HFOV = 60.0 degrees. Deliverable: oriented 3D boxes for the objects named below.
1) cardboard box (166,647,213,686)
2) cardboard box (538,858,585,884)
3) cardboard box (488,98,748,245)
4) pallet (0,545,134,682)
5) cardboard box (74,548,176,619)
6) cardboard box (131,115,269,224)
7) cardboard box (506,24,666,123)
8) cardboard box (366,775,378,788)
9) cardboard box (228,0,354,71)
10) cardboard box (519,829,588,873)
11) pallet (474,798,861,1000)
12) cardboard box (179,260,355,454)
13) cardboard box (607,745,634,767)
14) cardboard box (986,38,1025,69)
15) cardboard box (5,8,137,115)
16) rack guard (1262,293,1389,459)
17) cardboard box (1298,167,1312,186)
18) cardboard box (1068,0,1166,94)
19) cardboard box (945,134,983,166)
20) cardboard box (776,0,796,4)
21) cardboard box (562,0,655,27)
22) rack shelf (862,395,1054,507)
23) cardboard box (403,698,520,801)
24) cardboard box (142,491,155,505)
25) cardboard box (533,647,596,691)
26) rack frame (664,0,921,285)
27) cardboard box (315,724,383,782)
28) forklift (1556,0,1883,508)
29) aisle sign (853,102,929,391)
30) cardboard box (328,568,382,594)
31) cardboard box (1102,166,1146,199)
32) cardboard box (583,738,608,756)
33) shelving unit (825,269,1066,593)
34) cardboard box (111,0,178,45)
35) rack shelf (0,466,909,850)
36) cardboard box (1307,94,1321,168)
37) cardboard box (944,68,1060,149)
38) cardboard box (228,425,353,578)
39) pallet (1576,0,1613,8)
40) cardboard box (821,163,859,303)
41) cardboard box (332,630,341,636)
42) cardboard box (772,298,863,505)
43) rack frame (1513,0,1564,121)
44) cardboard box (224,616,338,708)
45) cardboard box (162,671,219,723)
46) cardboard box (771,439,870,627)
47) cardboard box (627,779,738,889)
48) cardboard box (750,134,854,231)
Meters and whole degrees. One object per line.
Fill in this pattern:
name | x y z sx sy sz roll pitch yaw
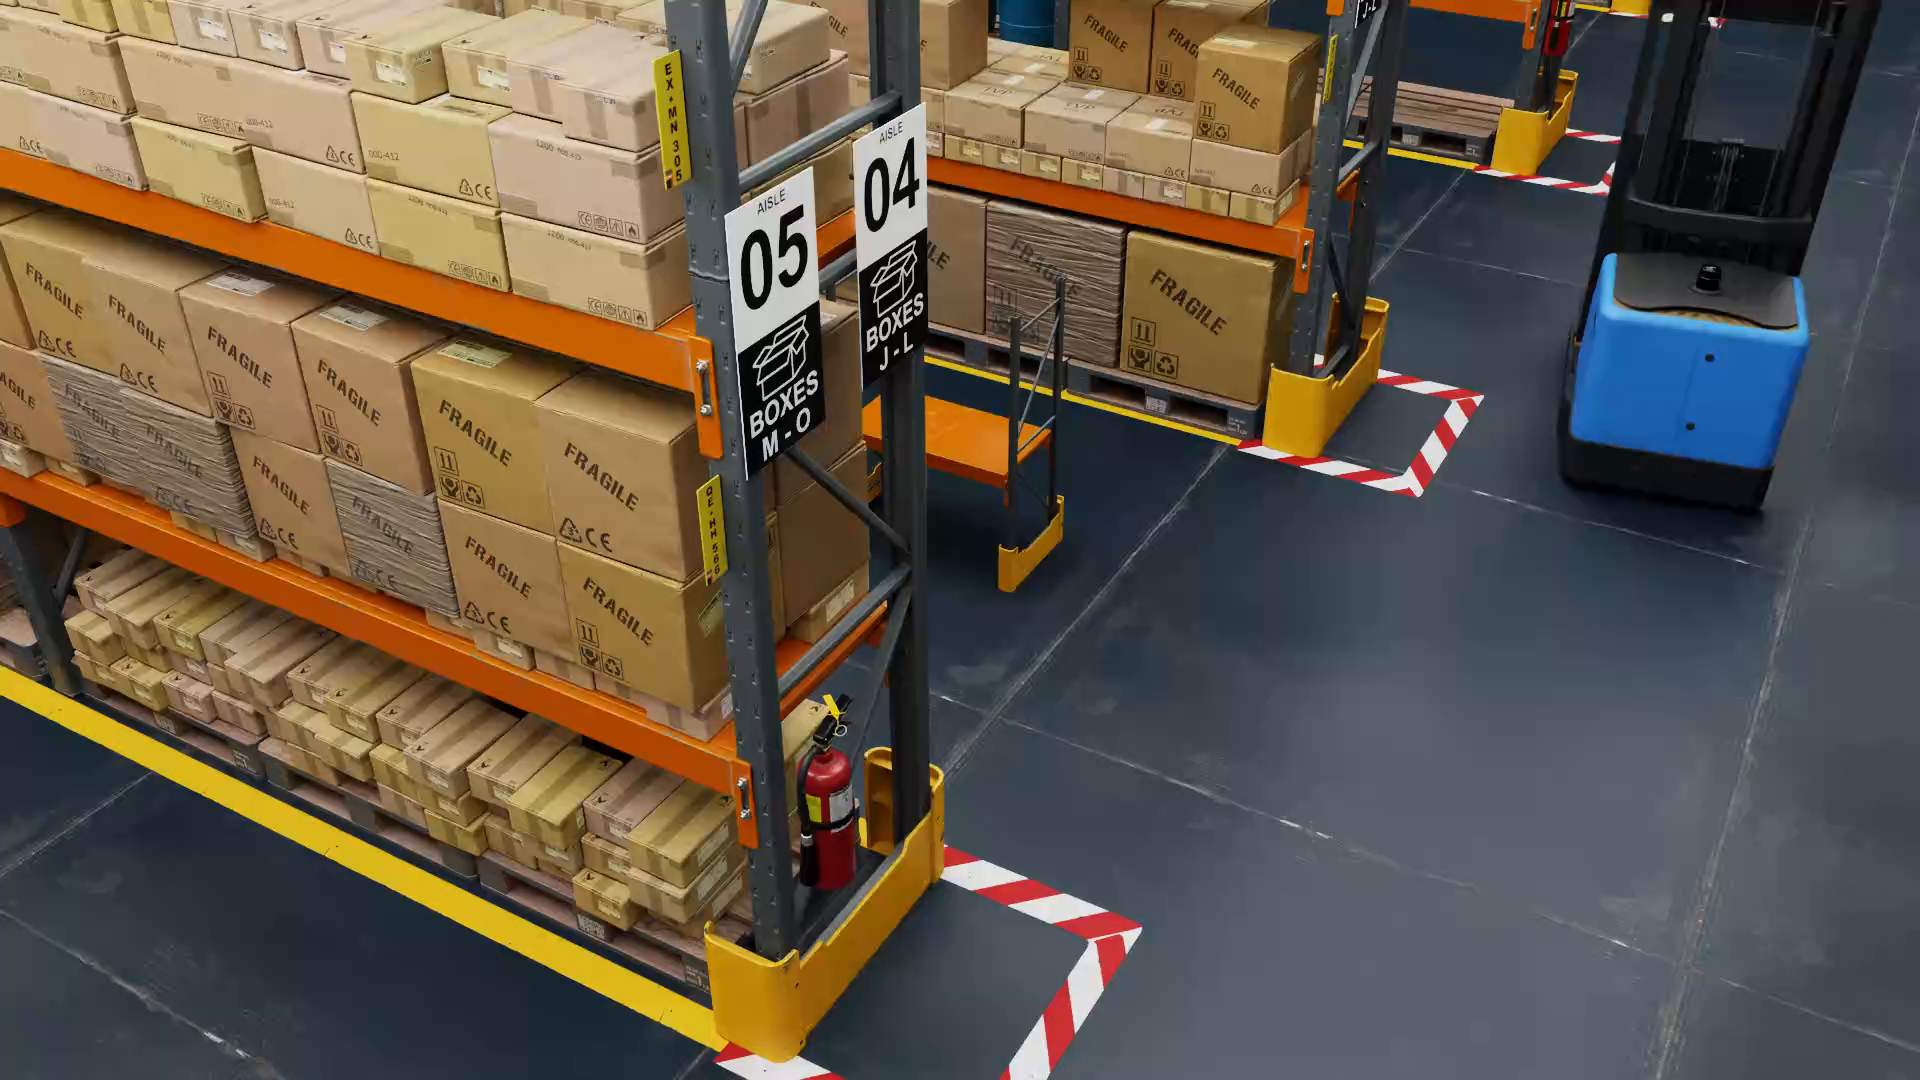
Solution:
cardboard box | -3.237 0.444 7.301 0.250 0.149 0.380 17 37 24
cardboard box | -1.434 1.158 6.498 0.250 0.149 0.380 17 37 24
cardboard box | -0.940 -1.072 4.631 0.500 0.250 0.500 16 37 23
pallet | -4.563 0.174 8.298 1.213 0.211 1.003 18 37 24
cardboard box | -3.690 0.185 7.422 0.250 0.149 0.380 19 38 26
cardboard box | -2.282 -1.274 5.385 0.500 0.250 0.500 19 38 26
cardboard box | -1.024 -1.288 4.596 0.250 0.149 0.380 18 38 25
cardboard box | -2.317 0.866 6.937 0.250 0.149 0.380 19 38 26
cardboard box | -1.944 -1.551 4.991 0.250 0.149 0.380 18 38 25
cardboard box | -1.465 1.065 6.370 0.250 0.149 0.380 16 37 23
pallet | -1.167 1.226 6.718 1.213 0.211 1.003 18 37 24
cardboard box | -2.291 -0.683 5.809 0.500 0.500 0.500 16 37 23
cardboard box | -1.207 0.820 6.737 0.250 0.149 0.380 18 38 25
cardboard box | 0.070 -2.917 10.292 0.500 0.250 0.500 18 38 25
cardboard box | -2.727 -1.635 5.478 0.500 0.250 0.500 18 38 25
rack guard | 2.156 -0.985 9.779 0.348 0.500 1.175 18 37 24
cardboard box | 1.991 -2.184 9.550 0.250 0.149 0.380 18 38 25
cardboard box | 0.966 -2.945 9.656 0.500 0.500 0.500 17 37 23
cardboard box | 0.108 -2.359 9.812 0.250 0.149 0.380 16 37 23
cardboard box | -1.049 -3.251 10.116 0.500 0.500 0.500 18 37 24
cardboard box | -0.993 -1.621 5.096 0.250 0.149 0.380 18 37 24
rack shelf | -0.074 -0.498 8.469 1.000 0.185 0.538 18 37 24
cardboard box | -1.931 0.812 6.481 0.250 0.149 0.380 19 38 26
cardboard box | -3.051 -0.273 6.680 0.250 0.149 0.380 16 37 22
cardboard box | -1.259 0.329 5.776 0.250 0.149 0.380 17 37 24
rack frame | -0.413 -2.170 3.890 0.127 3.000 1.000 18 37 24
cardboard box | -2.388 0.787 6.787 0.250 0.149 0.380 18 38 25
forklift | 4.299 -2.200 9.409 1.130 2.935 3.031 11 35 16
aisle sign | -0.201 -0.880 5.019 0.004 0.787 0.394 18 37 24
cardboard box | -2.150 0.016 6.247 0.250 0.149 0.380 18 38 25
cardboard box | 1.002 -2.077 9.389 0.250 0.149 0.380 18 38 25
cardboard box | -1.364 0.820 7.006 0.250 0.149 0.380 18 38 25
shelving unit | -0.066 -0.645 8.366 1.083 1.500 0.587 18 37 24
cardboard box | -2.403 -1.687 5.195 0.250 0.149 0.380 16 37 23
rack shelf | -2.150 0.076 6.579 4.000 0.370 1.077 18 37 24
cardboard box | 1.853 -2.356 9.448 0.500 0.250 0.500 17 37 23
cardboard box | 0.247 -2.520 9.695 0.500 0.250 0.500 18 38 24
cardboard box | -2.249 -0.260 6.075 0.500 0.500 0.500 20 38 27
pallet | 6.295 -5.877 17.386 1.213 0.211 1.003 18 37 24
cardboard box | -0.804 -2.203 10.890 0.875 0.875 0.875 18 37 24
cardboard box | -2.573 0.359 7.430 0.250 0.149 0.380 19 38 26
cardboard box | -0.671 -0.506 5.543 0.500 0.500 0.500 17 37 24
rack frame | 4.593 -4.416 12.675 0.127 3.000 1.000 18 37 24
cardboard box | -2.818 0.505 6.941 0.250 0.149 0.380 18 38 25
cardboard box | -3.257 0.610 7.321 0.250 0.149 0.380 17 37 24
cardboard box | -0.666 -0.095 5.828 0.500 0.500 0.500 19 38 27
cardboard box | -0.999 1.067 6.098 0.250 0.149 0.380 18 38 25
cardboard box | -0.676 -1.106 5.133 0.500 0.250 0.500 19 38 26
